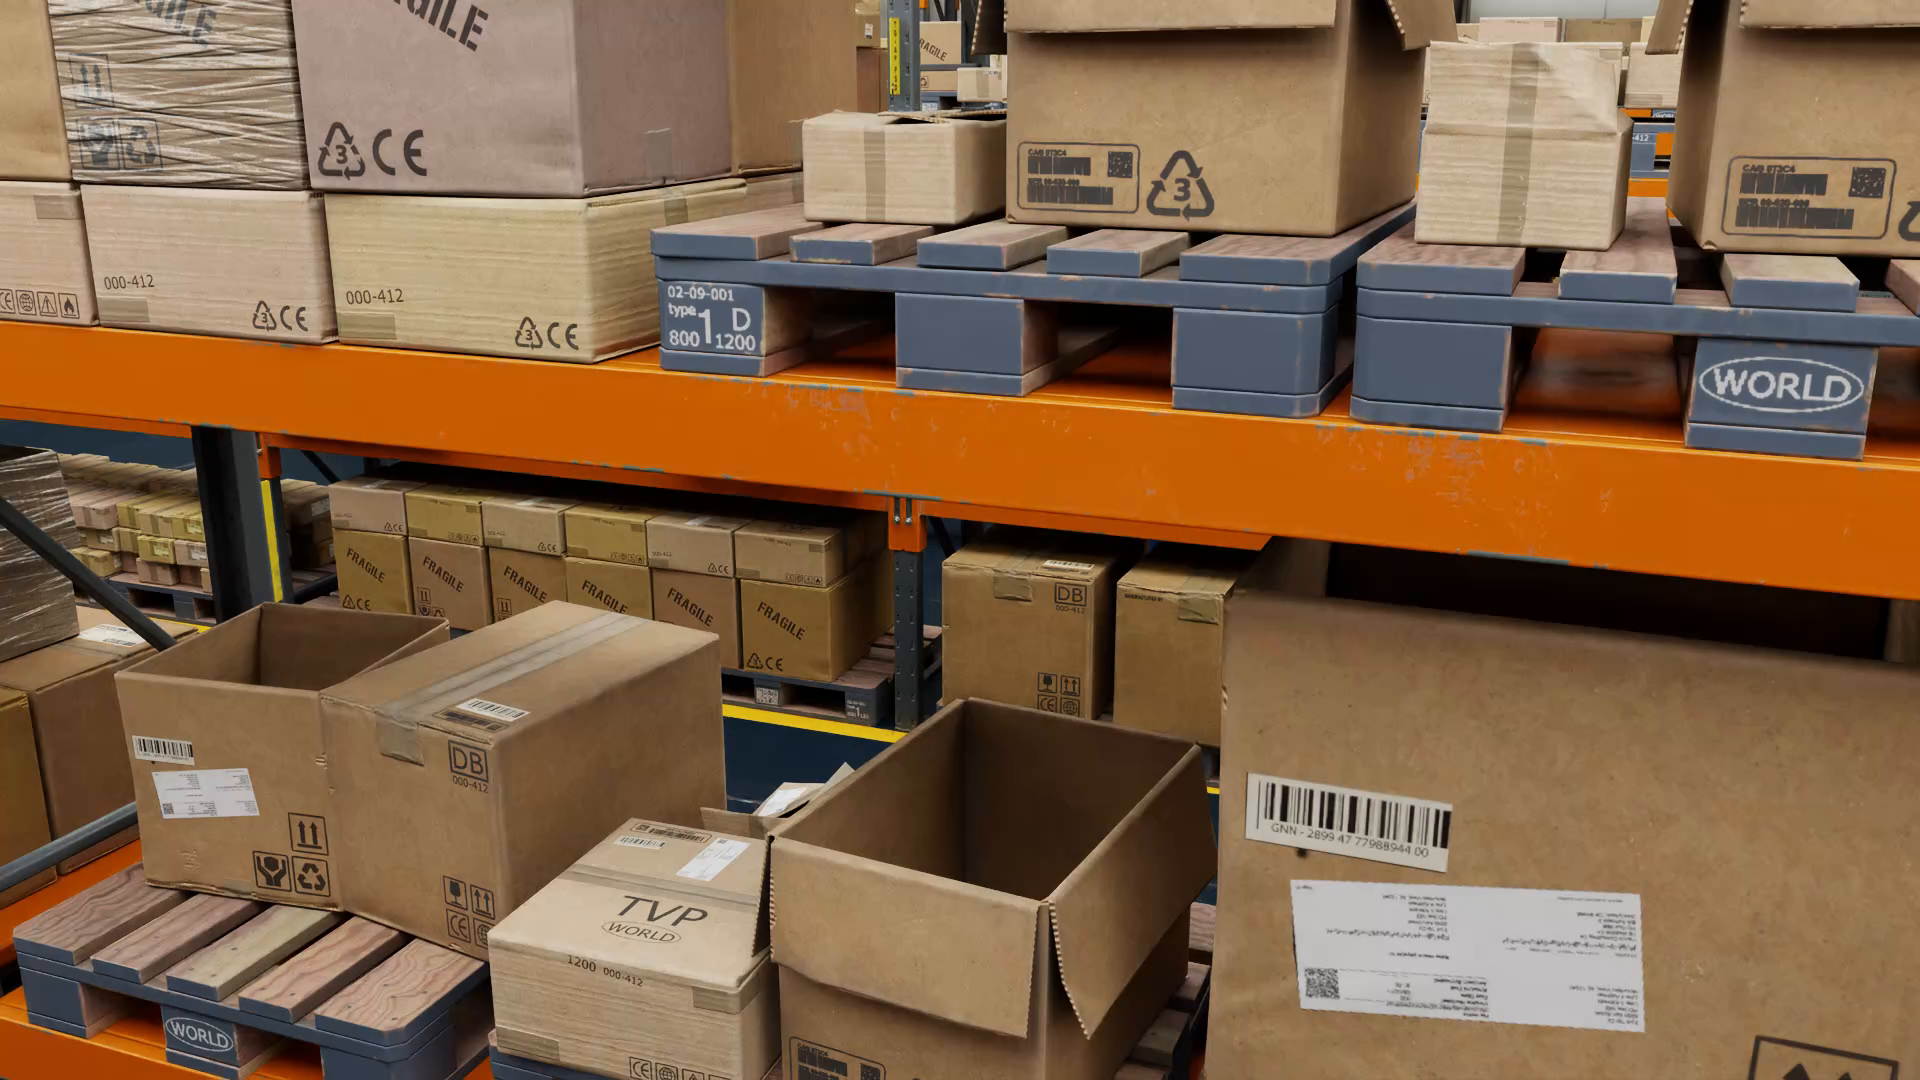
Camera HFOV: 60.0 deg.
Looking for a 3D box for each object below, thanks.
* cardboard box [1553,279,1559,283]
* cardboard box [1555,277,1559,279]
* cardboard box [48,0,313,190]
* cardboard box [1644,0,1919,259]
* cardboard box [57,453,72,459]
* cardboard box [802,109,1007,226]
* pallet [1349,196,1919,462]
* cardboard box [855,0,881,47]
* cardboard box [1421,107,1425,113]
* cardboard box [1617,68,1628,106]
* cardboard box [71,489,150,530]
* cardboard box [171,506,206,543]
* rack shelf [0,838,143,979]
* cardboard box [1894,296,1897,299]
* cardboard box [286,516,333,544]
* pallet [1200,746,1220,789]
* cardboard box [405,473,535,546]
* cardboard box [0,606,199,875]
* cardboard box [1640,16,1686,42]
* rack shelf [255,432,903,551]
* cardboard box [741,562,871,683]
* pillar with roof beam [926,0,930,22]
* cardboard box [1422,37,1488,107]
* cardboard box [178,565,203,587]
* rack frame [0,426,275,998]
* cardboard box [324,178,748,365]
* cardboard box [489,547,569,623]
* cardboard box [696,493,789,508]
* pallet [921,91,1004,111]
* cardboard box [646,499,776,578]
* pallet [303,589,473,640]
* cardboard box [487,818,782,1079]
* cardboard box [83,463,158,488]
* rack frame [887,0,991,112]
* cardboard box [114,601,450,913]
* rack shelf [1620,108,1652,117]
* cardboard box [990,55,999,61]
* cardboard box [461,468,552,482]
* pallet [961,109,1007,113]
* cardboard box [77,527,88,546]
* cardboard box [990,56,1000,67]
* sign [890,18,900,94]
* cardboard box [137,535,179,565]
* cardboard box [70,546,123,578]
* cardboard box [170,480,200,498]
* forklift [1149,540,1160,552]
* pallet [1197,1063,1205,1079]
[{"bbox_3d":[2.690,-0.823,7.155,0.500,0.500,0.700,6,17,20],"label":"cardboard box"},{"bbox_3d":[4.380,-1.918,11.434,0.500,0.500,0.500,6,17,21],"label":"cardboard box"},{"bbox_3d":[-1.188,-0.887,2.894,0.500,0.500,0.500,6,17,21],"label":"cardboard box"},{"bbox_3d":[1.319,-0.683,2.327,0.637,0.503,0.797,5,17,18],"label":"cardboard box"},{"bbox_3d":[-6.226,-0.474,11.218,0.250,0.149,0.380,6,17,18],"label":"cardboard box"},{"bbox_3d":[-0.061,-0.613,2.691,0.250,0.166,0.380,6,17,19],"label":"cardboard box"},{"bbox_3d":[1.184,-0.358,2.484,1.003,0.211,1.213,6,17,21],"label":"pallet"},{"bbox_3d":[-0.559,-2.433,7.740,0.258,0.266,0.396,6,17,21],"label":"cardboard box"},{"bbox_3d":[3.064,-3.238,11.882,0.637,0.503,0.797,6,17,21],"label":"cardboard box"},{"bbox_3d":[2.760,-1.933,7.091,0.380,0.149,0.250,6,17,21],"label":"cardboard box"},{"bbox_3d":[-5.220,-0.189,10.237,0.250,0.149,0.380,5,17,18],"label":"cardboard box"},{"bbox_3d":[-4.487,-0.115,9.982,0.250,0.149,0.380,7,17,21],"label":"cardboard box"},{"bbox_3d":[-3.862,0.814,4.778,4.000,0.370,1.077,6,17,21],"label":"rack shelf"},{"bbox_3d":[3.964,-0.737,6.627,0.550,0.550,0.875,6,17,21],"label":"cardboard box"},{"bbox_3d":[-4.028,-0.107,10.489,0.250,0.149,0.380,7,18,23],"label":"cardboard box"},{"bbox_3d":[1.749,0.962,7.981,1.213,0.211,1.003,6,17,21],"label":"pallet"},{"bbox_3d":[-2.722,-0.175,9.282,0.500,0.250,0.500,7,18,22],"label":"cardboard box"},{"bbox_3d":[-2.354,0.505,4.374,0.500,0.500,0.500,7,18,22],"label":"cardboard box"},{"bbox_3d":[4.770,-3.324,10.982,0.500,0.250,0.500,7,17,22],"label":"cardboard box"},{"bbox_3d":[-1.948,-0.462,9.174,4.000,0.370,1.077,6,17,21],"label":"rack shelf"},{"bbox_3d":[-0.796,0.397,8.657,0.500,0.500,0.500,6,17,20],"label":"cardboard box"},{"bbox_3d":[-2.165,-5.663,15.040,0.400,9.000,9.100,6,17,21],"label":"pillar with roof beam"},{"bbox_3d":[1.922,-1.963,6.902,0.500,0.311,0.500,6,17,19],"label":"cardboard box"},{"bbox_3d":[-4.509,0.156,10.117,0.250,0.149,0.380,7,18,22],"label":"cardboard box"},{"bbox_3d":[-2.001,0.674,3.973,0.127,3.000,1.000,6,17,21],"label":"rack frame"},{"bbox_3d":[-0.698,-0.478,2.829,0.500,0.250,0.500,7,17,22],"label":"cardboard box"},{"bbox_3d":[-2.233,0.235,9.213,0.500,0.500,0.500,7,17,22],"label":"cardboard box"},{"bbox_3d":[-1.112,-0.149,9.192,0.500,0.250,0.500,6,17,20],"label":"cardboard box"},{"bbox_3d":[-0.025,-3.412,13.006,1.213,0.211,1.003,7,18,23],"label":"pallet"},{"bbox_3d":[-1.294,-0.015,8.729,0.500,0.250,0.500,7,17,21],"label":"cardboard box"},{"bbox_3d":[-3.084,0.407,9.894,1.213,0.211,1.003,6,17,21],"label":"pallet"},{"bbox_3d":[-0.527,0.775,3.140,0.500,0.250,0.500,6,17,19],"label":"cardboard box"},{"bbox_3d":[-5.497,-0.385,10.914,0.250,0.149,0.380,6,17,21],"label":"cardboard box"},{"bbox_3d":[-0.088,-3.484,7.532,0.127,3.000,1.000,6,17,21],"label":"rack frame"},{"bbox_3d":[-1.484,0.469,3.746,0.500,0.500,0.500,4,17,14],"label":"cardboard box"},{"bbox_3d":[5.313,-4.075,16.240,4.000,0.370,1.077,6,17,21],"label":"rack shelf"},{"bbox_3d":[0.343,-5.116,17.520,0.250,0.149,0.380,6,17,20],"label":"cardboard box"},{"bbox_3d":[-2.550,-0.306,9.734,0.500,0.250,0.500,7,18,23],"label":"cardboard box"},{"bbox_3d":[0.531,-1.900,7.797,1.003,0.211,1.213,7,18,23],"label":"pallet"},{"bbox_3d":[-5.414,-0.089,10.426,0.250,0.149,0.380,5,17,18],"label":"cardboard box"},{"bbox_3d":[0.225,-3.524,12.541,0.258,0.266,0.396,6,17,19],"label":"cardboard box"},{"bbox_3d":[-0.288,-2.151,7.394,0.005,0.325,0.100,6,17,21],"label":"sign"},{"bbox_3d":[-4.730,0.016,10.066,0.250,0.149,0.380,6,17,19],"label":"cardboard box"},{"bbox_3d":[-5.261,0.098,10.316,0.250,0.149,0.380,6,17,21],"label":"cardboard box"},{"bbox_3d":[-4.792,-0.296,10.607,0.250,0.149,0.380,6,17,19],"label":"cardboard box"},{"bbox_3d":[2.073,-0.941,9.658,3.031,2.935,1.130,12,20,36],"label":"forklift"},{"bbox_3d":[1.062,1.059,2.990,1.213,0.211,1.003,6,17,21],"label":"pallet"}]
